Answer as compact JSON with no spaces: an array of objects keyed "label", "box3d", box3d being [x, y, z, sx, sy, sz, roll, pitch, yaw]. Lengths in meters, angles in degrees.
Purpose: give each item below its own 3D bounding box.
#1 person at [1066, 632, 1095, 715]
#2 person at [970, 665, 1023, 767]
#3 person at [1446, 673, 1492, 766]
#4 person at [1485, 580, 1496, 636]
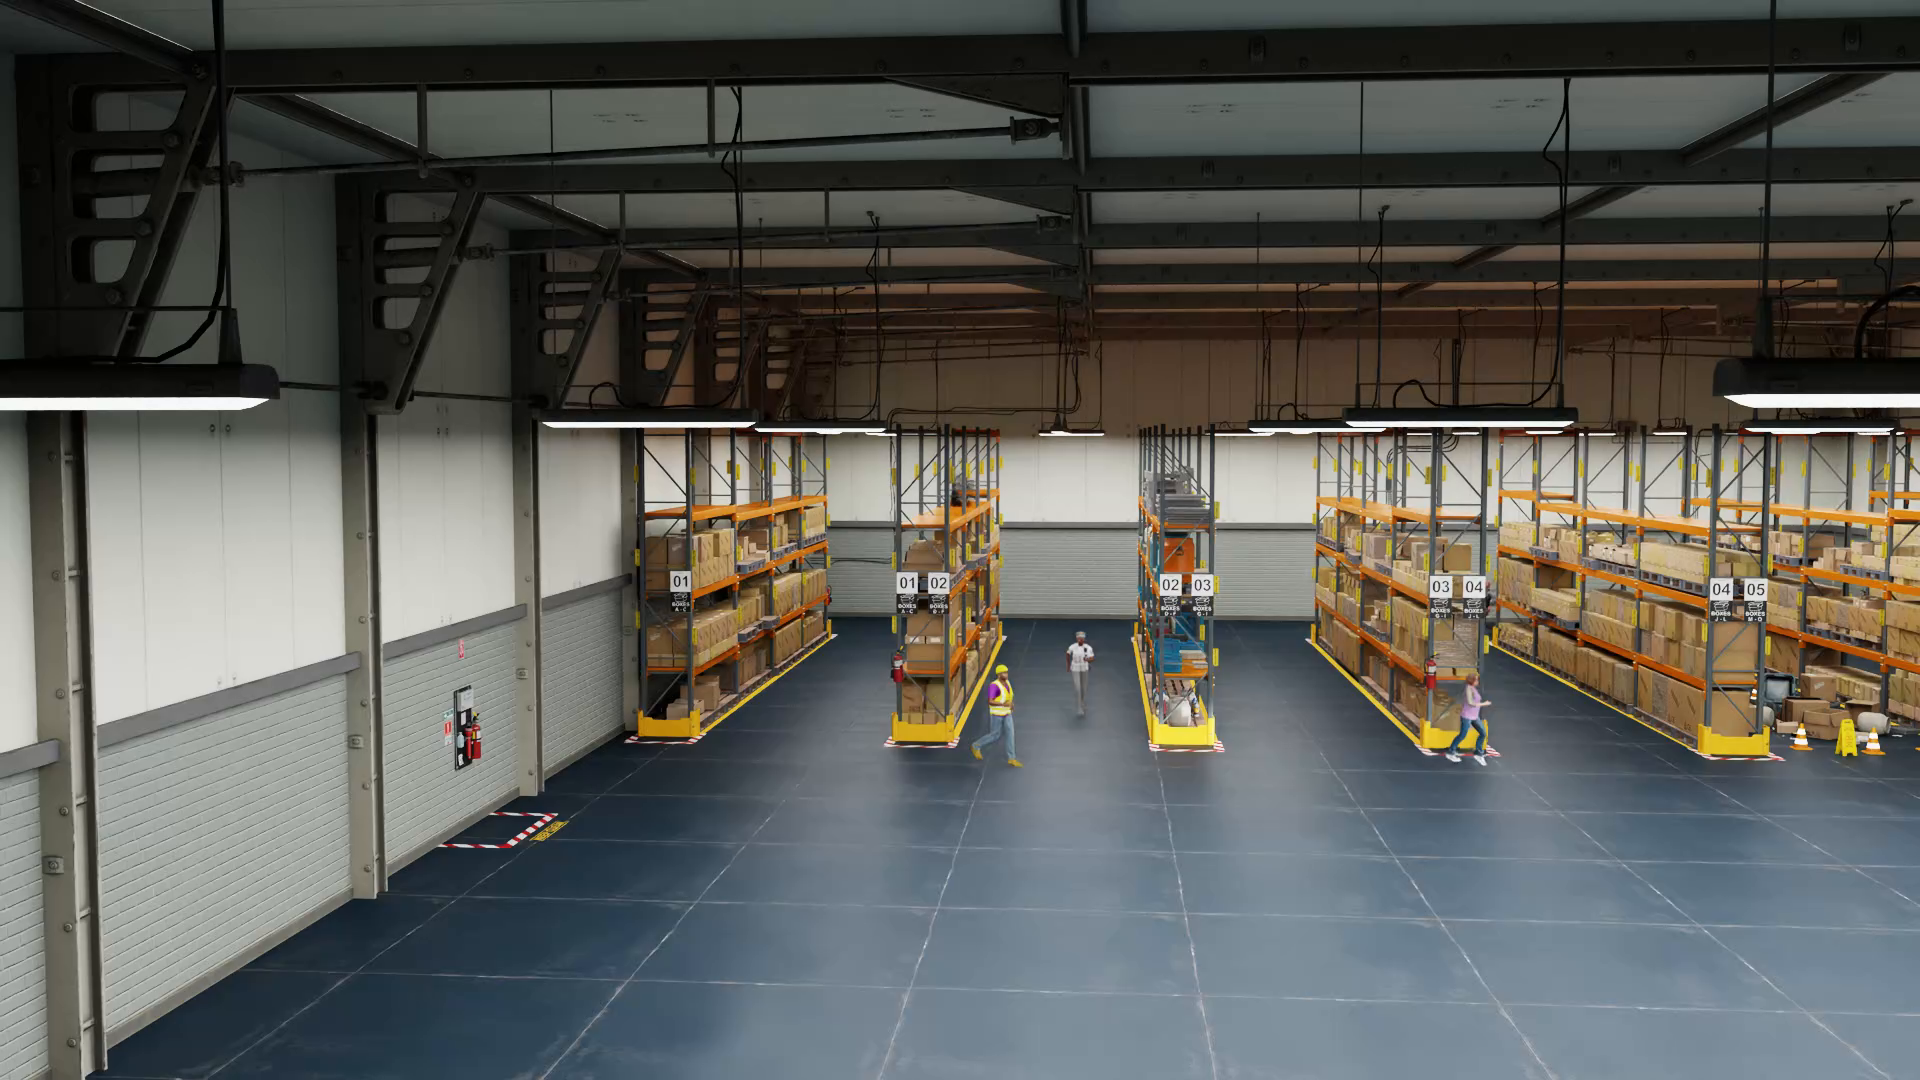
[{"label":"person","box3d":[2.513,2.742,34.692,0.567,1.692,0.933,0,3,-2]},{"label":"person","box3d":[0.676,3.064,29.171,0.975,1.773,0.710,2,4,35]},{"label":"person","box3d":[8.946,3.142,29.121,0.777,1.604,0.548,3,4,37]},{"label":"person","box3d":[14.921,1.983,47.422,0.883,1.684,0.709,0,3,2]}]
